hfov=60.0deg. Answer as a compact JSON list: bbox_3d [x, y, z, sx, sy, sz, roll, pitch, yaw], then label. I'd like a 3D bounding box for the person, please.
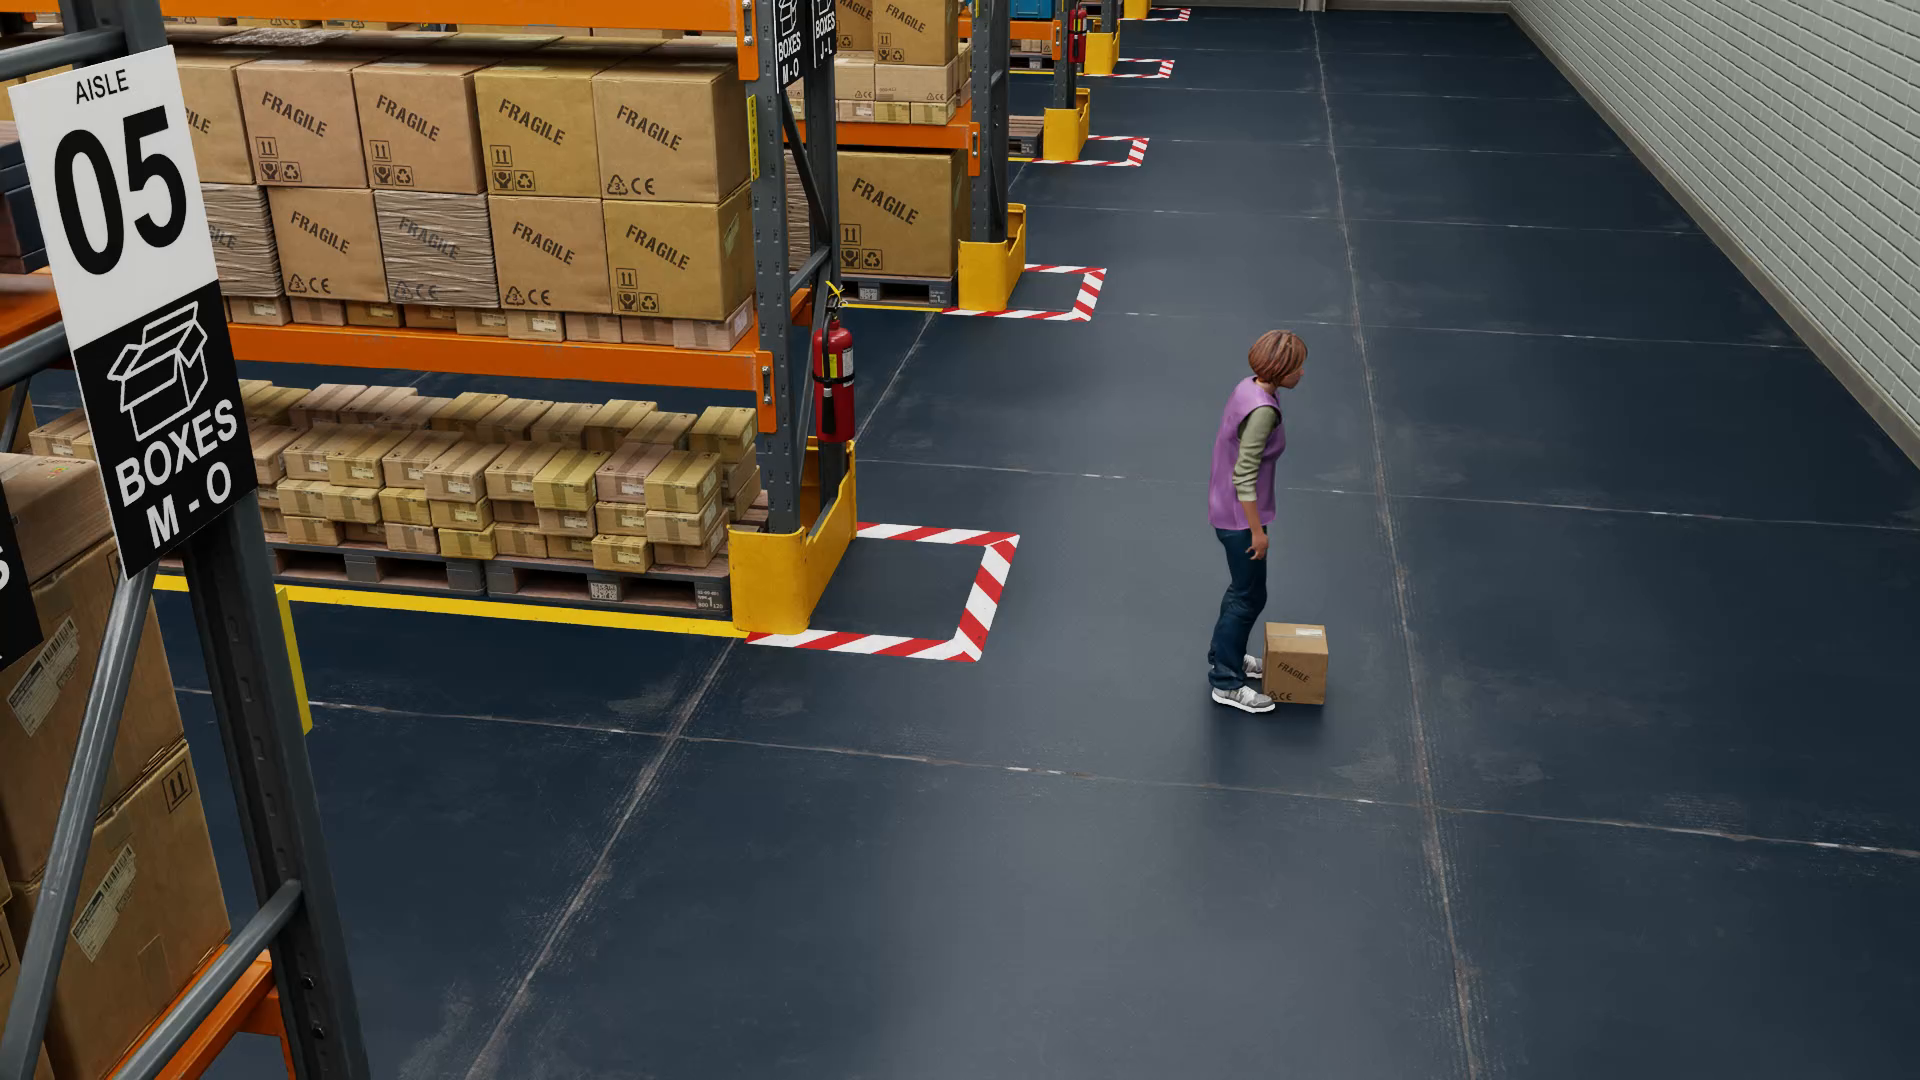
[{"bbox_3d":[1.187,-0.094,6.820,0.343,1.593,0.461,4,26,9],"label":"person"}]
